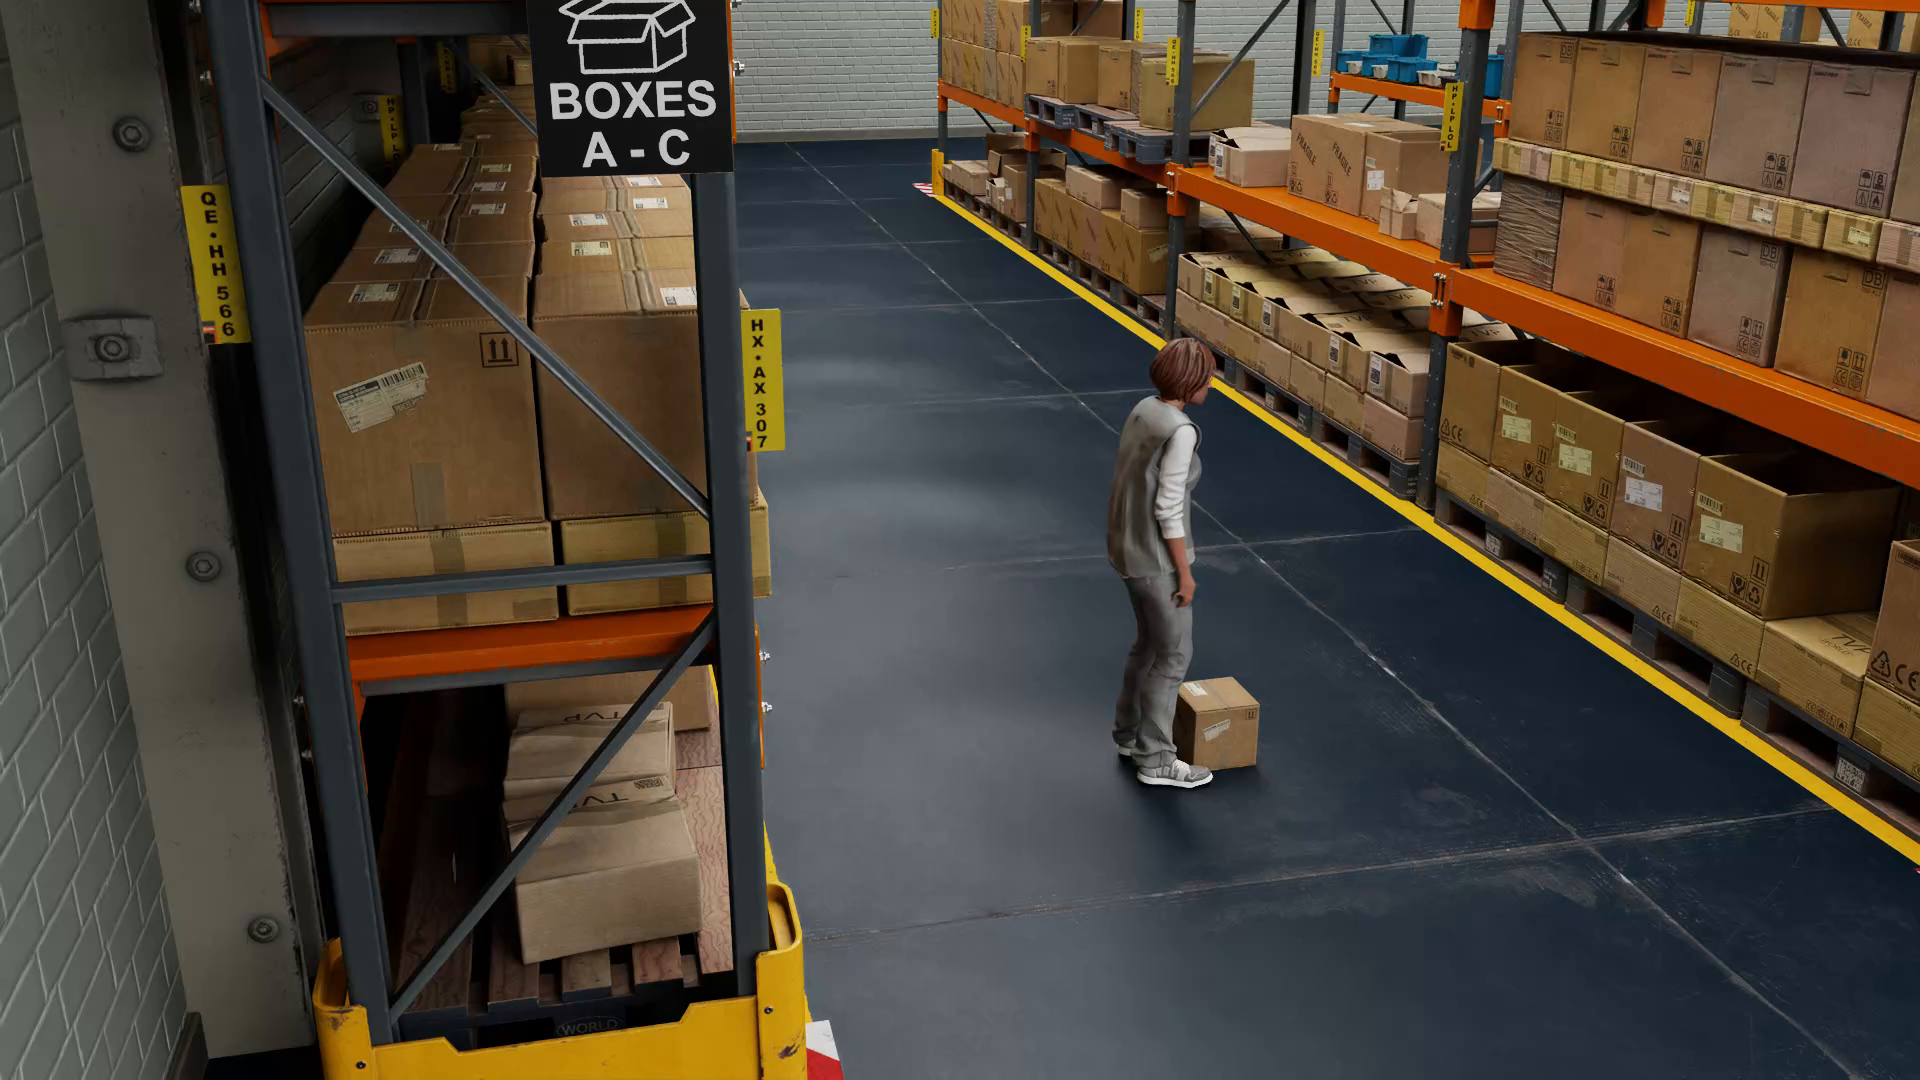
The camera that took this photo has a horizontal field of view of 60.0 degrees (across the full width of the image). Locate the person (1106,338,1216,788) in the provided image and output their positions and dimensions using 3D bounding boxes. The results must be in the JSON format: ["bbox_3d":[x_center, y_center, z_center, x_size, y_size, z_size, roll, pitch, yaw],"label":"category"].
[{"bbox_3d":[0.703,0.082,5.880,0.347,1.581,0.459,-5,20,-12],"label":"person"}]
